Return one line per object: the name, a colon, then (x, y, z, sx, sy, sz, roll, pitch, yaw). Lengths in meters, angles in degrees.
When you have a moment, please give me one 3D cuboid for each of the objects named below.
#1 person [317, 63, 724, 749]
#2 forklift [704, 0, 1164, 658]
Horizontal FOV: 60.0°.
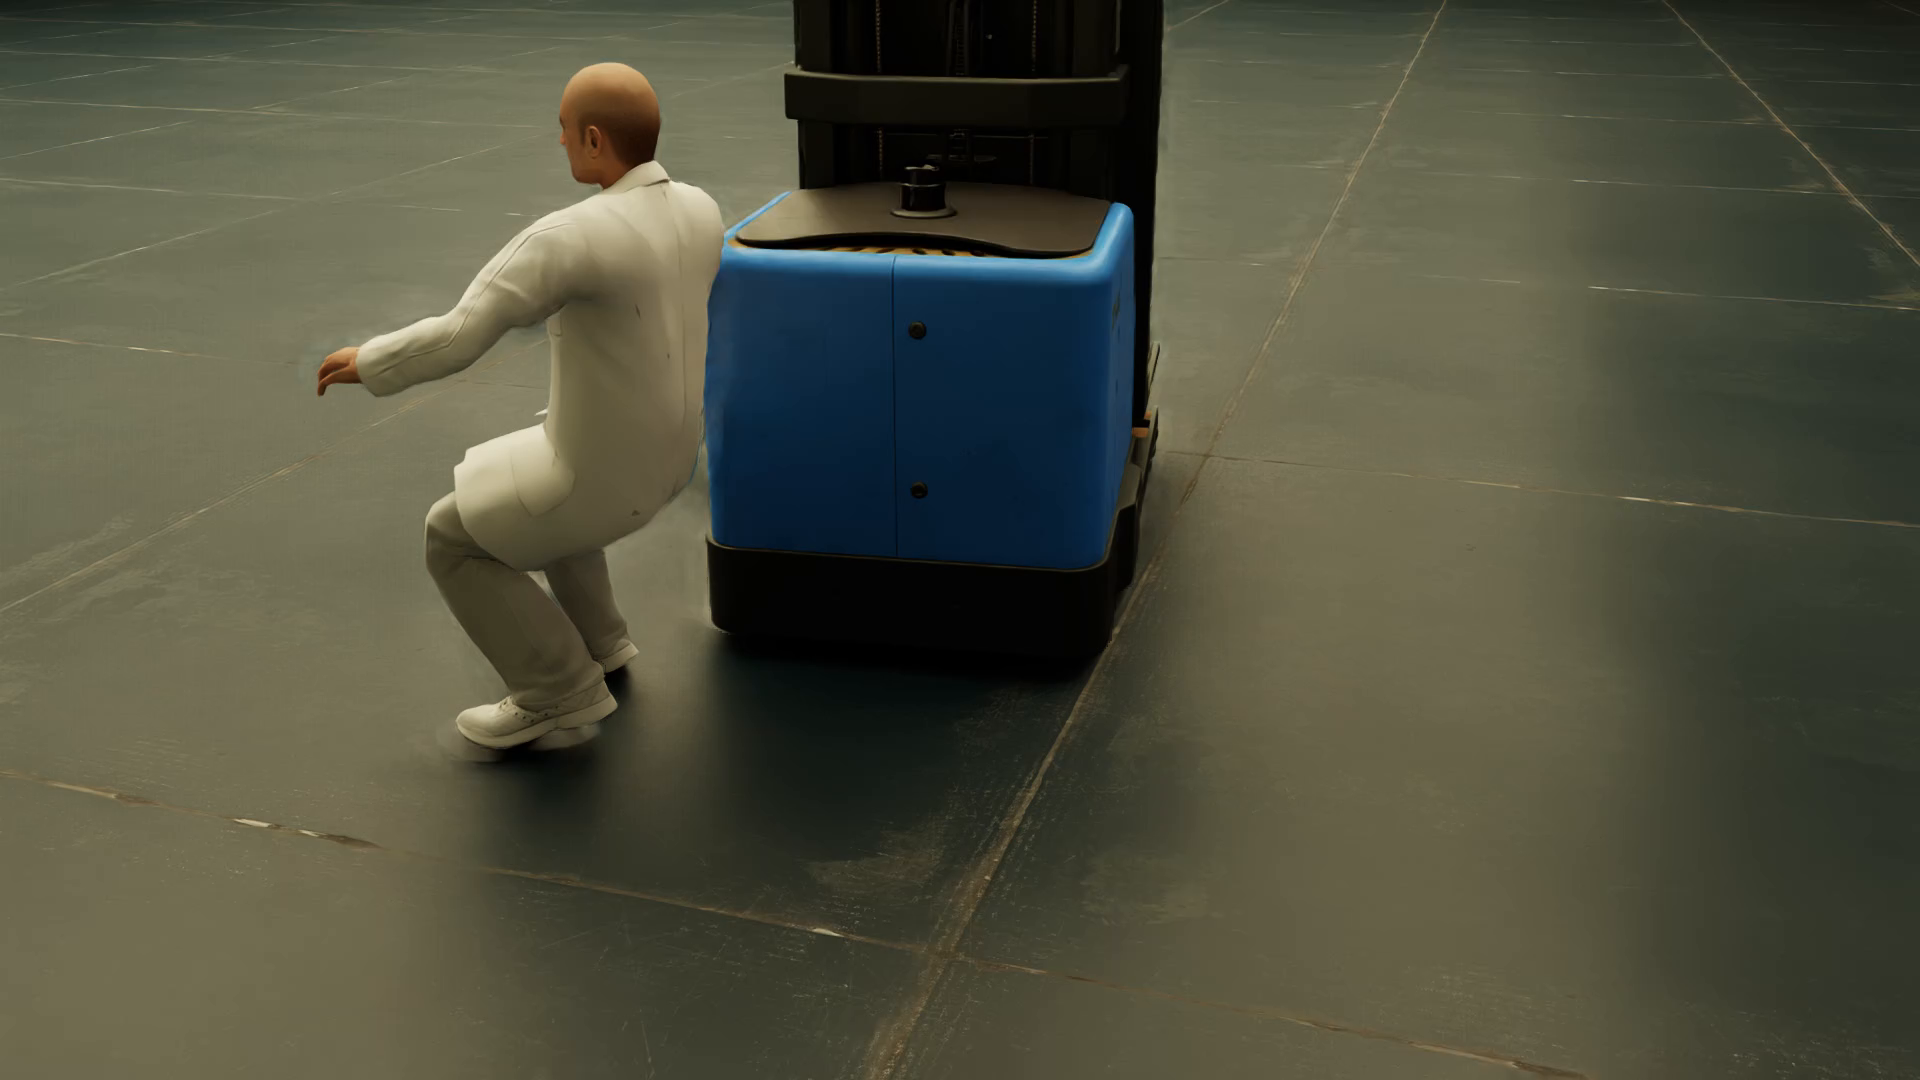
person: (-0.890, -0.247, 3.763, 0.730, 1.633, 0.990, 7, 24, 17)
forklift: (0.093, -1.586, 5.121, 1.130, 2.935, 3.031, 4, 23, 9)
